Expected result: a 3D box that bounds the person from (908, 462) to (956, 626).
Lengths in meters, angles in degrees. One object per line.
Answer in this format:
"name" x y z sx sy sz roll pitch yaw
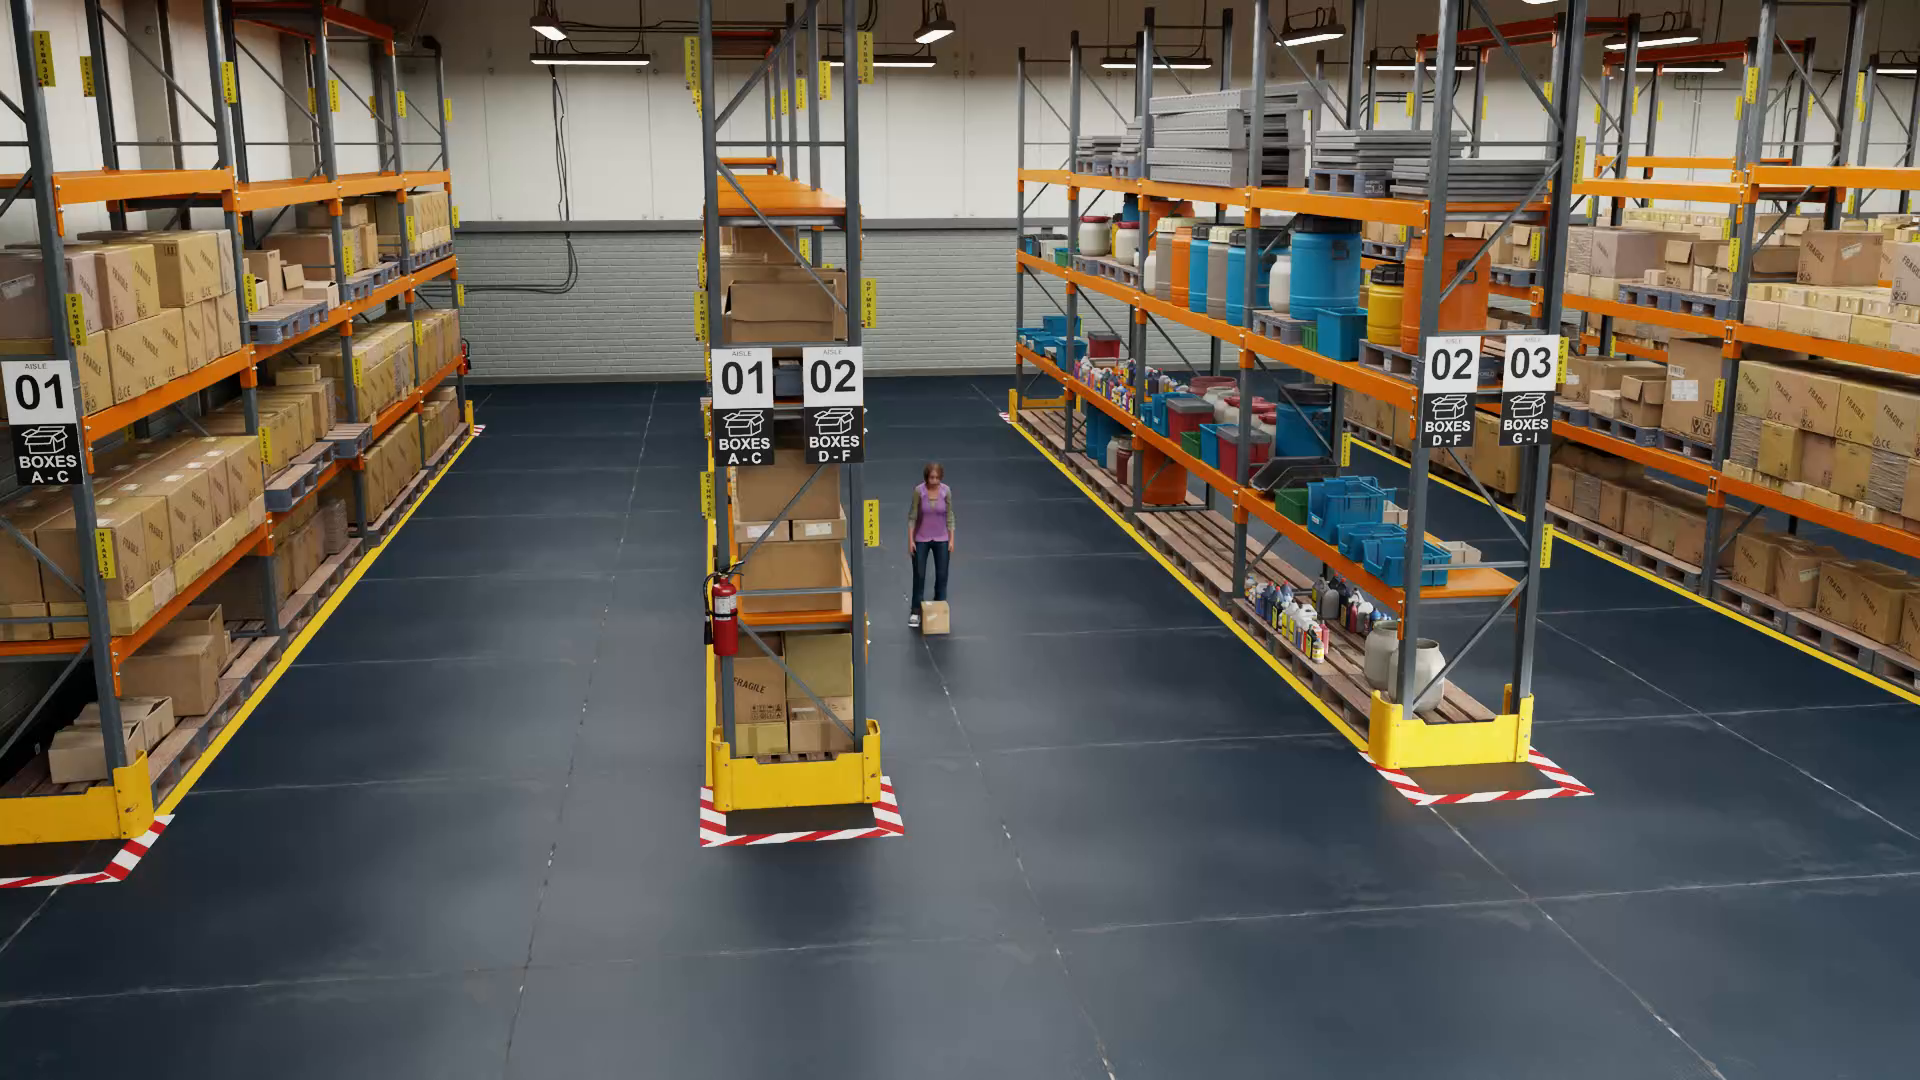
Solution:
"person" -0.269 0.029 15.893 0.482 1.591 0.347 -2 14 -9
